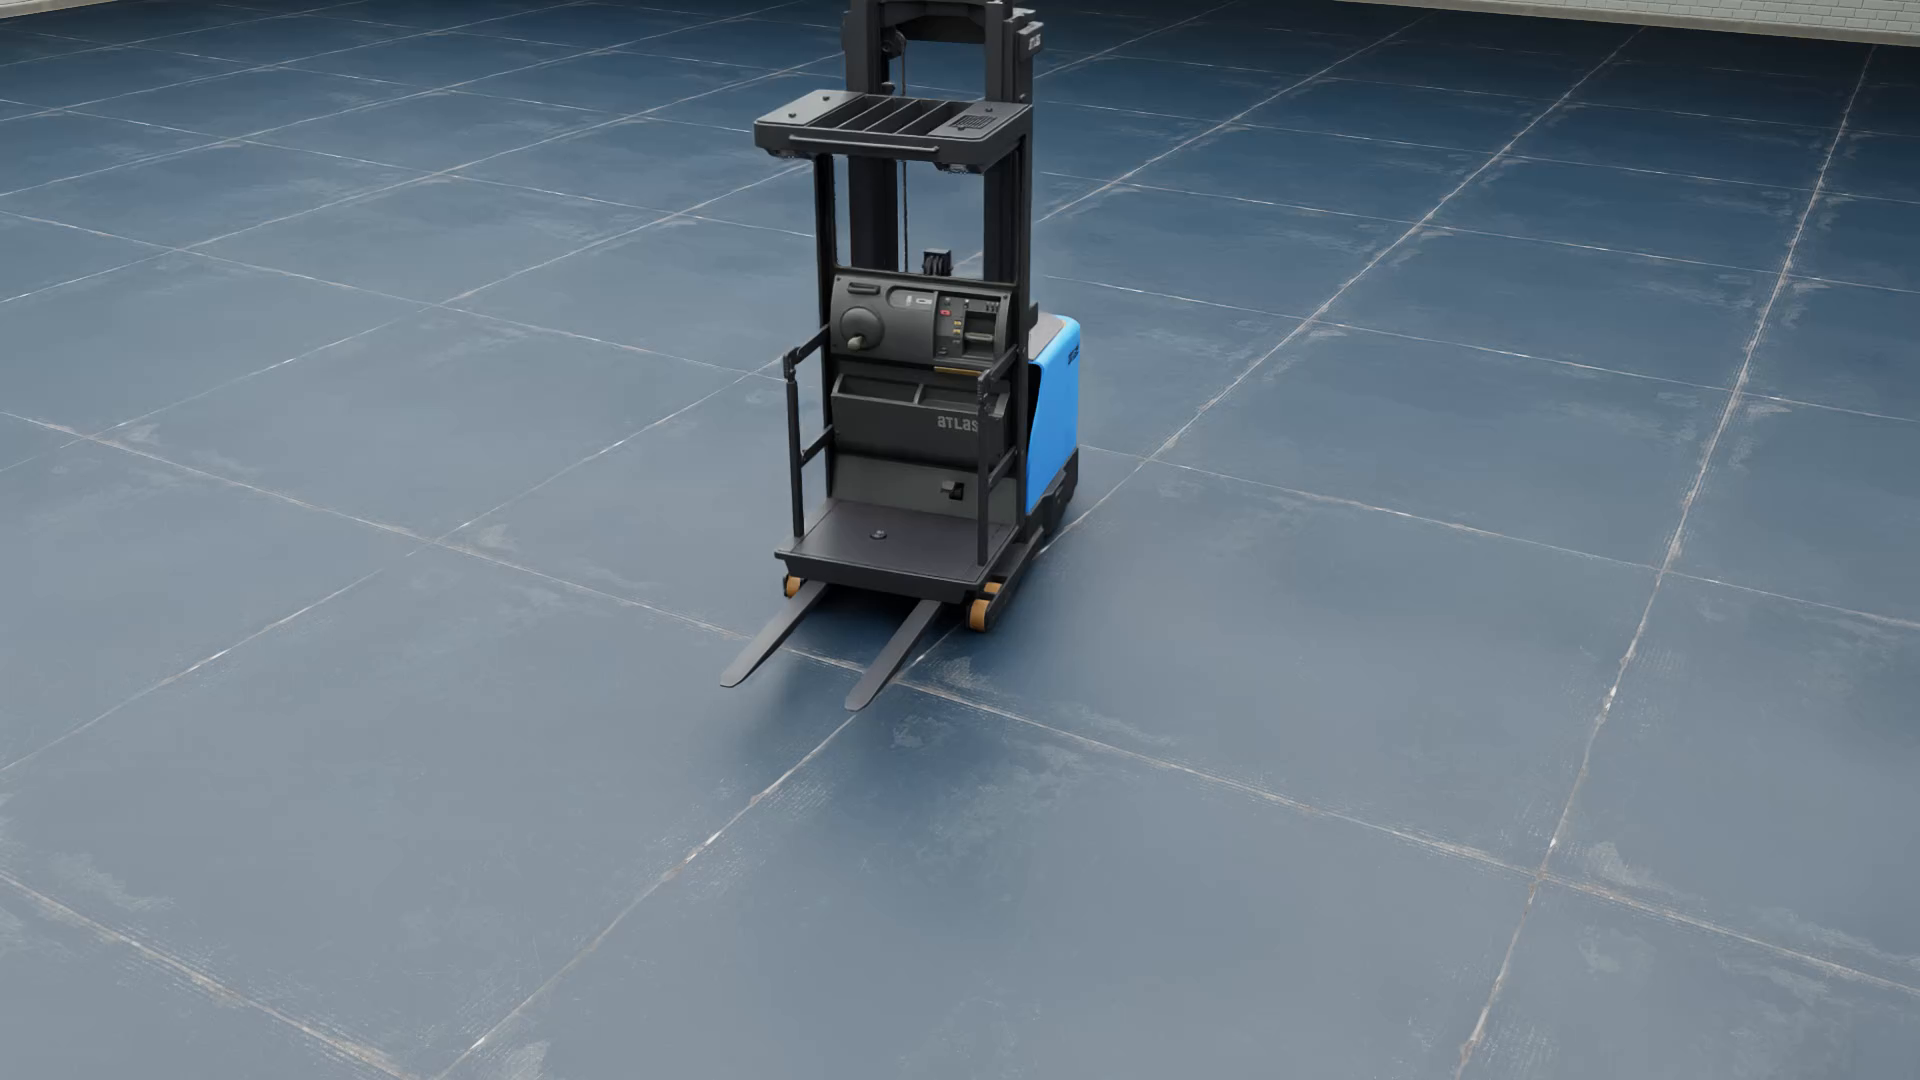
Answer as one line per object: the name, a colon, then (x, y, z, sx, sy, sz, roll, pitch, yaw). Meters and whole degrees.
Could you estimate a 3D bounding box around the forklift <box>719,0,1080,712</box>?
forklift: (-0.270, -1.054, 8.080, 1.130, 2.935, 3.031, 9, 28, 17)
